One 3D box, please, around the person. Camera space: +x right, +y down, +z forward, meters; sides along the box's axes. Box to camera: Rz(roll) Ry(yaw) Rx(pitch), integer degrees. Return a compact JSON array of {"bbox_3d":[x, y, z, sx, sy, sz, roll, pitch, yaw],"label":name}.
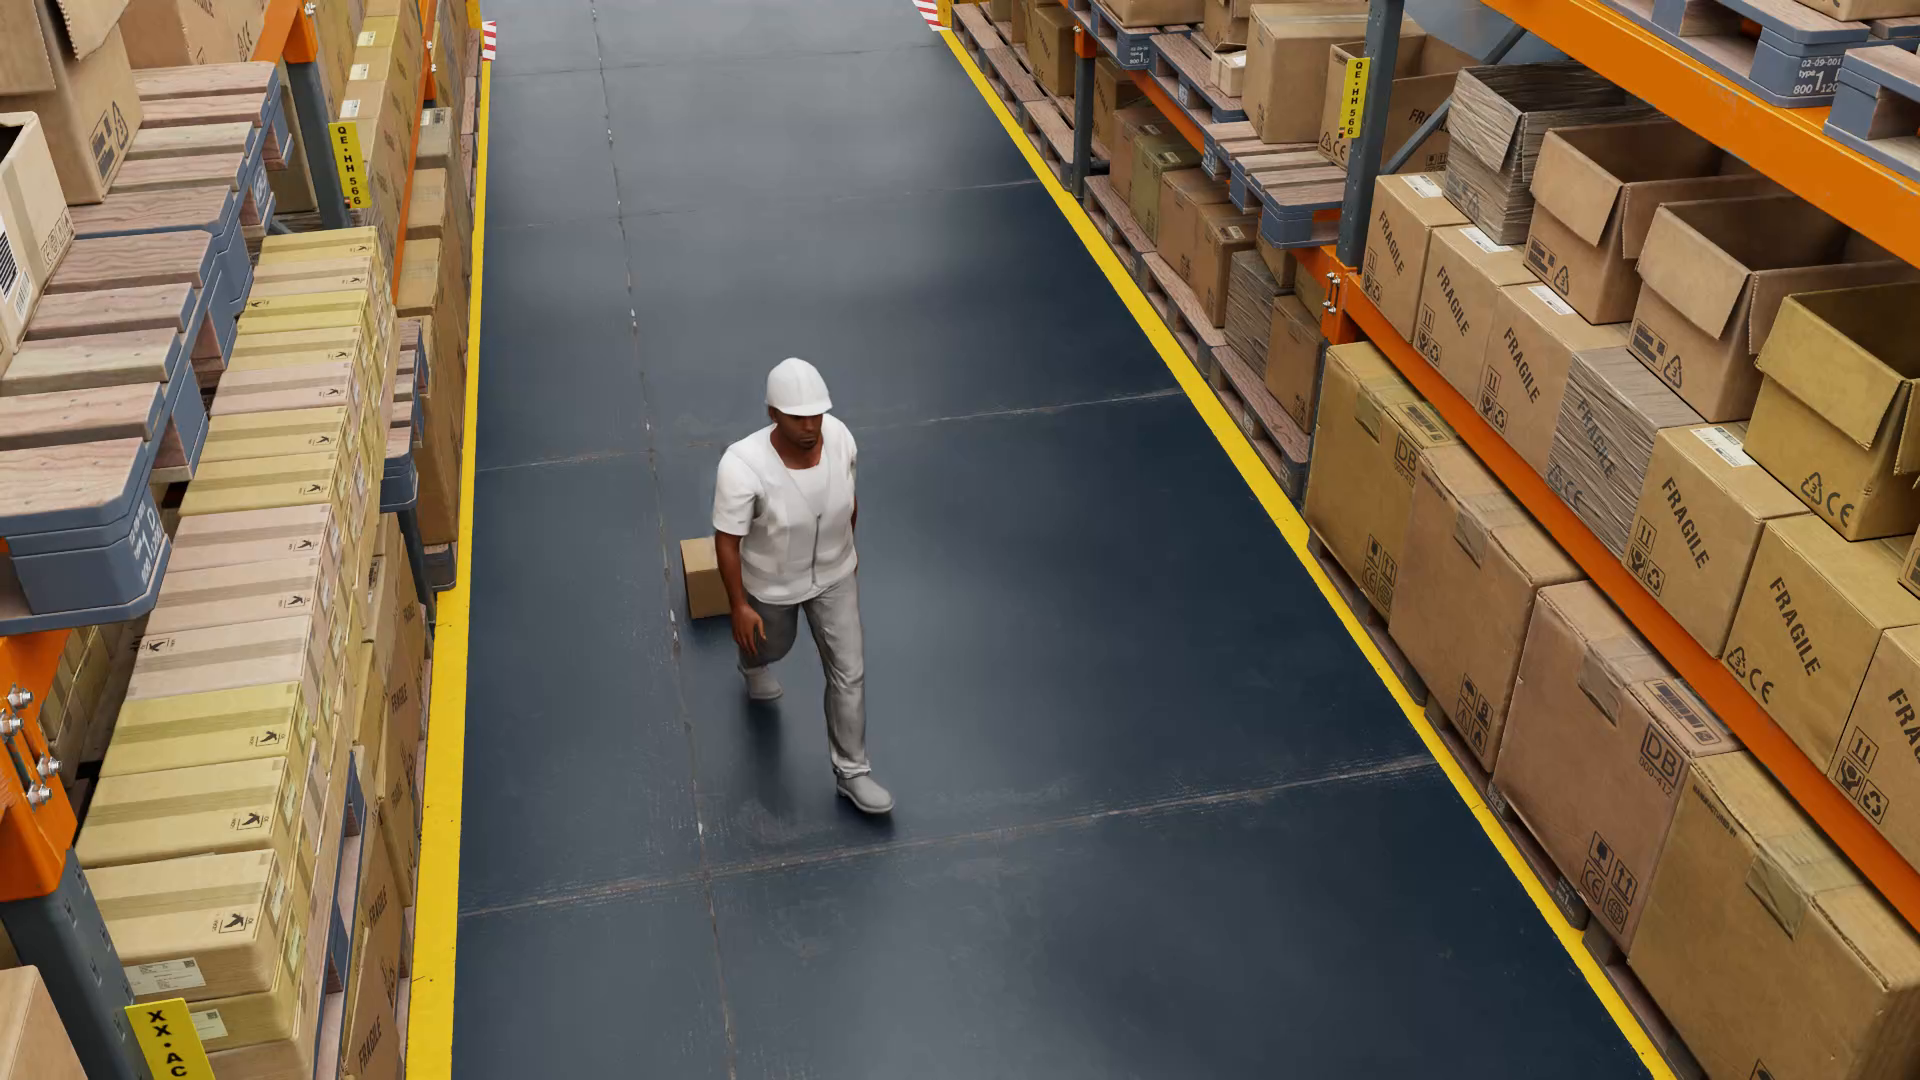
[{"bbox_3d":[-0.599,0.111,5.977,0.597,1.725,1.045,-16,37,-23],"label":"person"}]
